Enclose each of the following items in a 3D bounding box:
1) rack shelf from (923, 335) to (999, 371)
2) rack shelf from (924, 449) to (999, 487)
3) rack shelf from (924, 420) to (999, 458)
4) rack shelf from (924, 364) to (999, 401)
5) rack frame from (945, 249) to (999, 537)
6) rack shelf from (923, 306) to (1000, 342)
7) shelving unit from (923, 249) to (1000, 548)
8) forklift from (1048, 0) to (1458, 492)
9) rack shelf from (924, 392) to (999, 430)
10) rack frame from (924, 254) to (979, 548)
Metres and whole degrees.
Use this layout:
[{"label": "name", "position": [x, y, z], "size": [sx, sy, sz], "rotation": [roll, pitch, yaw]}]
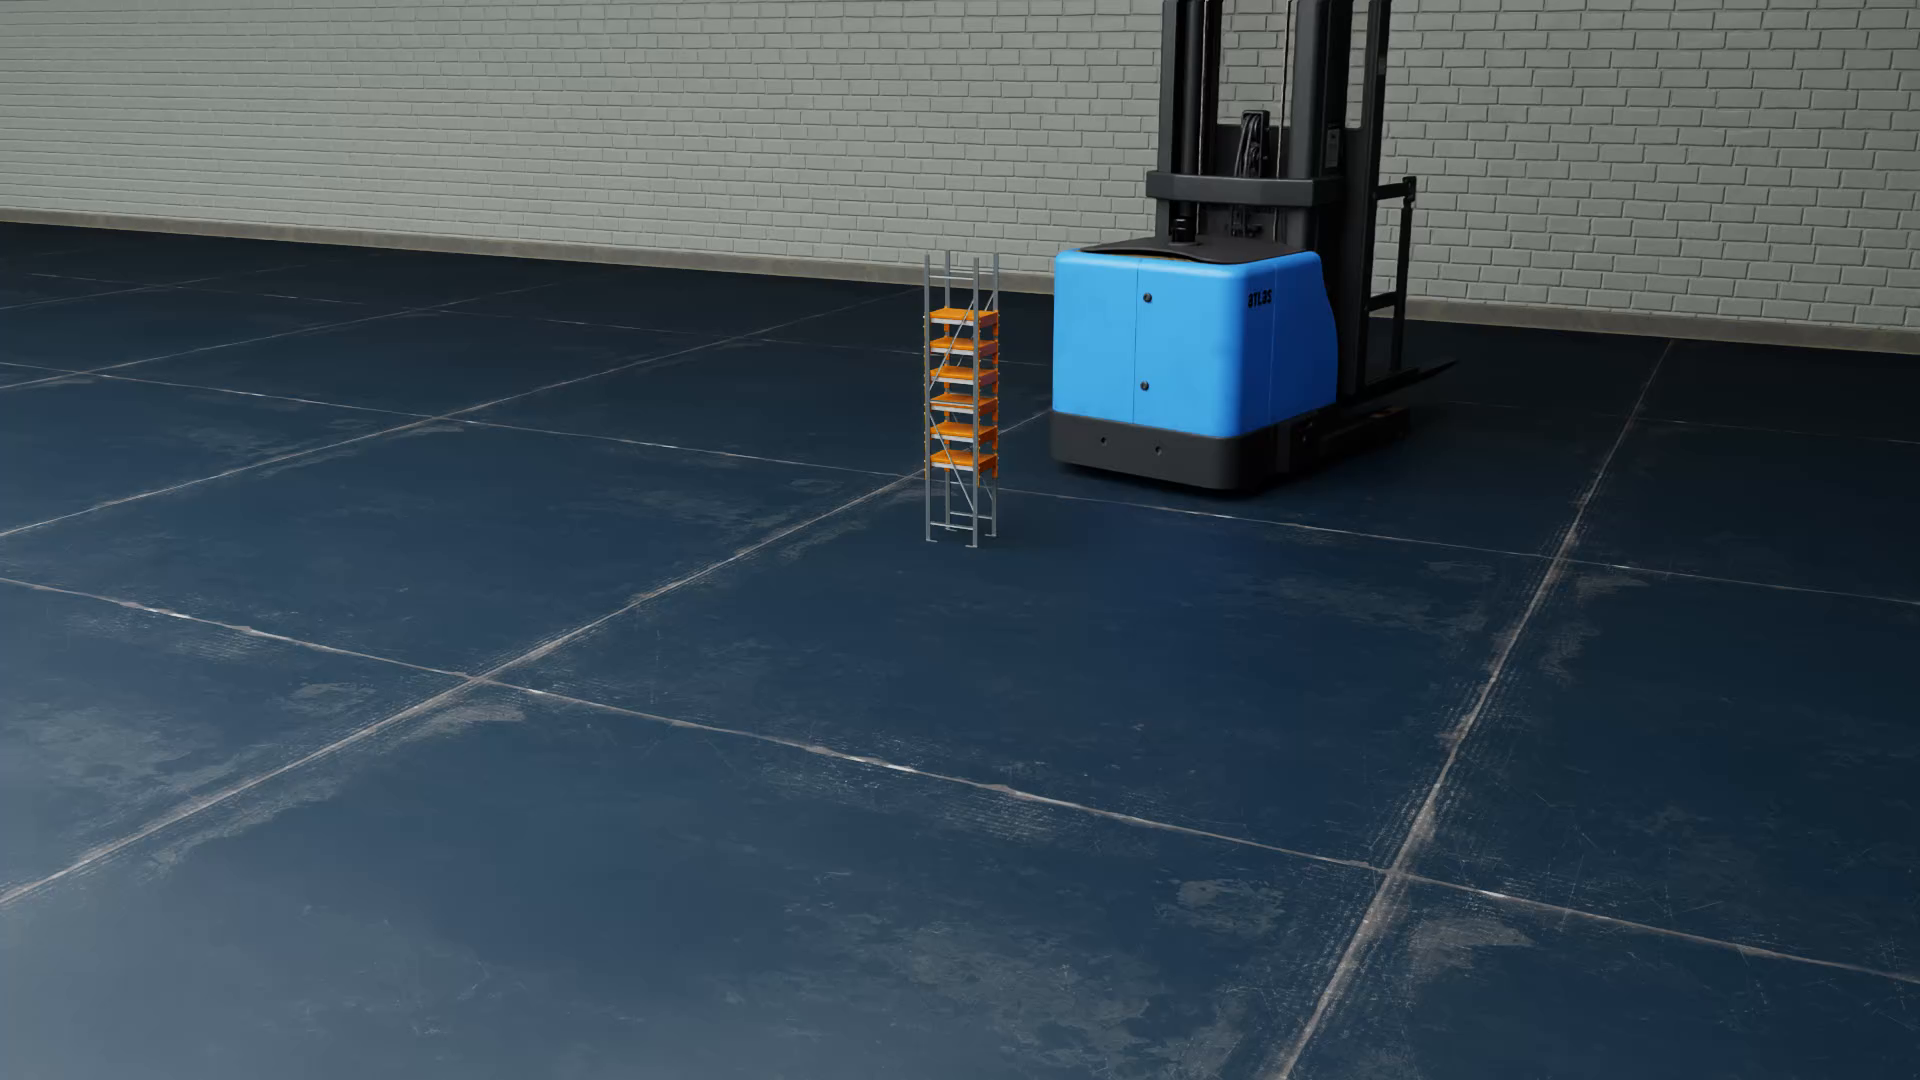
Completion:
[{"label": "rack shelf", "position": [0.006, -0.766, 6.810], "size": [0.258, 0.103, 0.180], "rotation": [8, 18, 25]}, {"label": "rack shelf", "position": [0.006, -0.306, 6.947], "size": [0.258, 0.103, 0.180], "rotation": [8, 18, 25]}, {"label": "rack shelf", "position": [0.006, -0.421, 6.913], "size": [0.258, 0.103, 0.180], "rotation": [8, 18, 25]}, {"label": "rack shelf", "position": [0.006, -0.651, 6.844], "size": [0.258, 0.103, 0.180], "rotation": [8, 18, 25]}, {"label": "rack frame", "position": [0.047, -0.602, 6.944], "size": [0.240, 1.200, 0.006], "rotation": [8, 18, 25]}, {"label": "rack shelf", "position": [0.006, -0.881, 6.776], "size": [0.258, 0.103, 0.180], "rotation": [8, 18, 25]}, {"label": "shelving unit", "position": [0.006, -0.579, 6.866], "size": [0.258, 1.200, 0.189], "rotation": [8, 18, 25]}, {"label": "forklift", "position": [1.743, -1.982, 8.549], "size": [1.130, 2.935, 3.031], "rotation": [13, 21, 37]}, {"label": "rack shelf", "position": [0.006, -0.536, 6.879], "size": [0.258, 0.103, 0.180], "rotation": [8, 18, 25]}, {"label": "rack frame", "position": [-0.034, -0.556, 6.787], "size": [0.240, 1.200, 0.006], "rotation": [8, 18, 25]}]
